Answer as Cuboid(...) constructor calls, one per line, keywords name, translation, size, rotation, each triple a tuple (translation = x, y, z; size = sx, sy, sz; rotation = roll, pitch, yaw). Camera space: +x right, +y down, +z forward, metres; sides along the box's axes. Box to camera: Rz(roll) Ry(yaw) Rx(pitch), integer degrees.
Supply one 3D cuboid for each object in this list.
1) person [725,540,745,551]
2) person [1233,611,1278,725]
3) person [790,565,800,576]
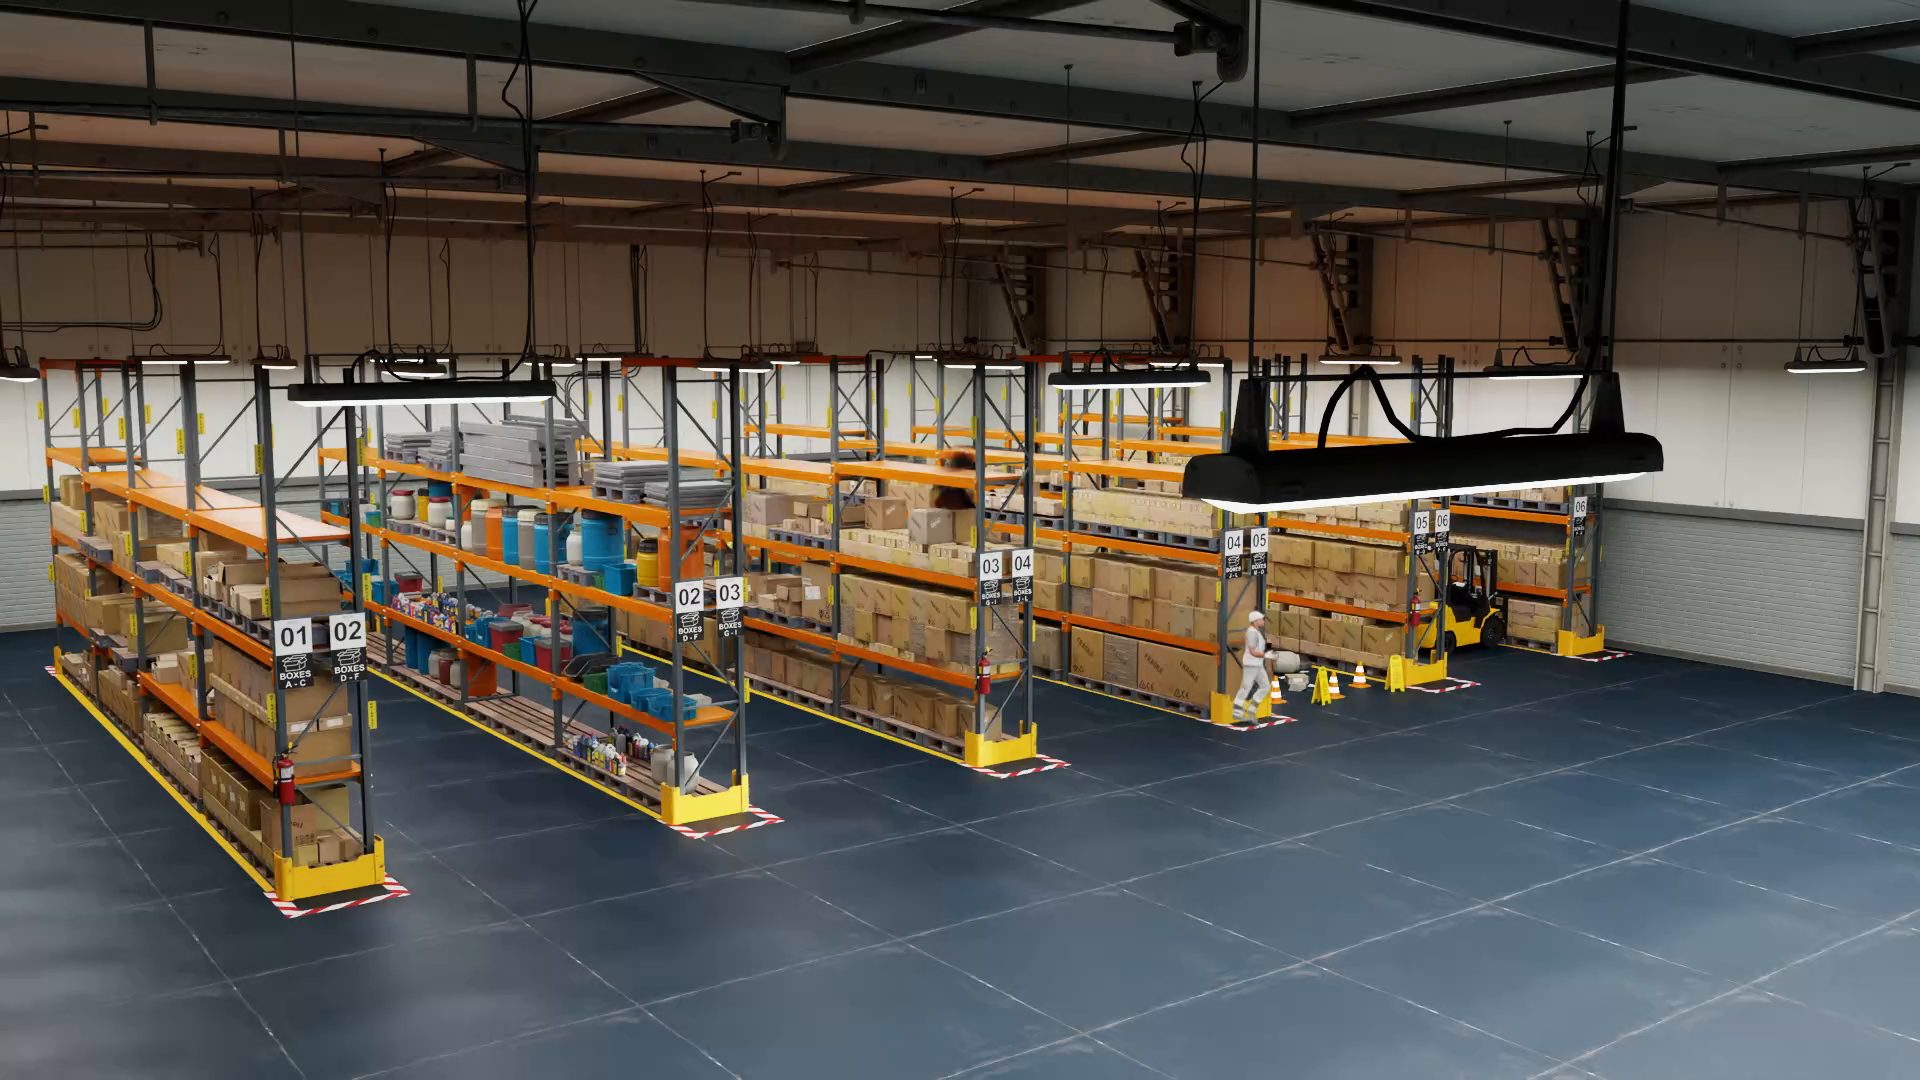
Cuboid(name="person", translation=(-5.682, 0.544, 41.044), size=(0.809, 1.780, 0.722), rotation=(-6, 9, -42))
Cuboid(name="person", translation=(4.708, 2.042, 26.409), size=(0.701, 1.855, 0.690), rotation=(3, 7, 21))
Cuboid(name="person", translation=(-3.957, 0.501, 41.839), size=(0.690, 1.682, 0.635), rotation=(3, 8, 27))
